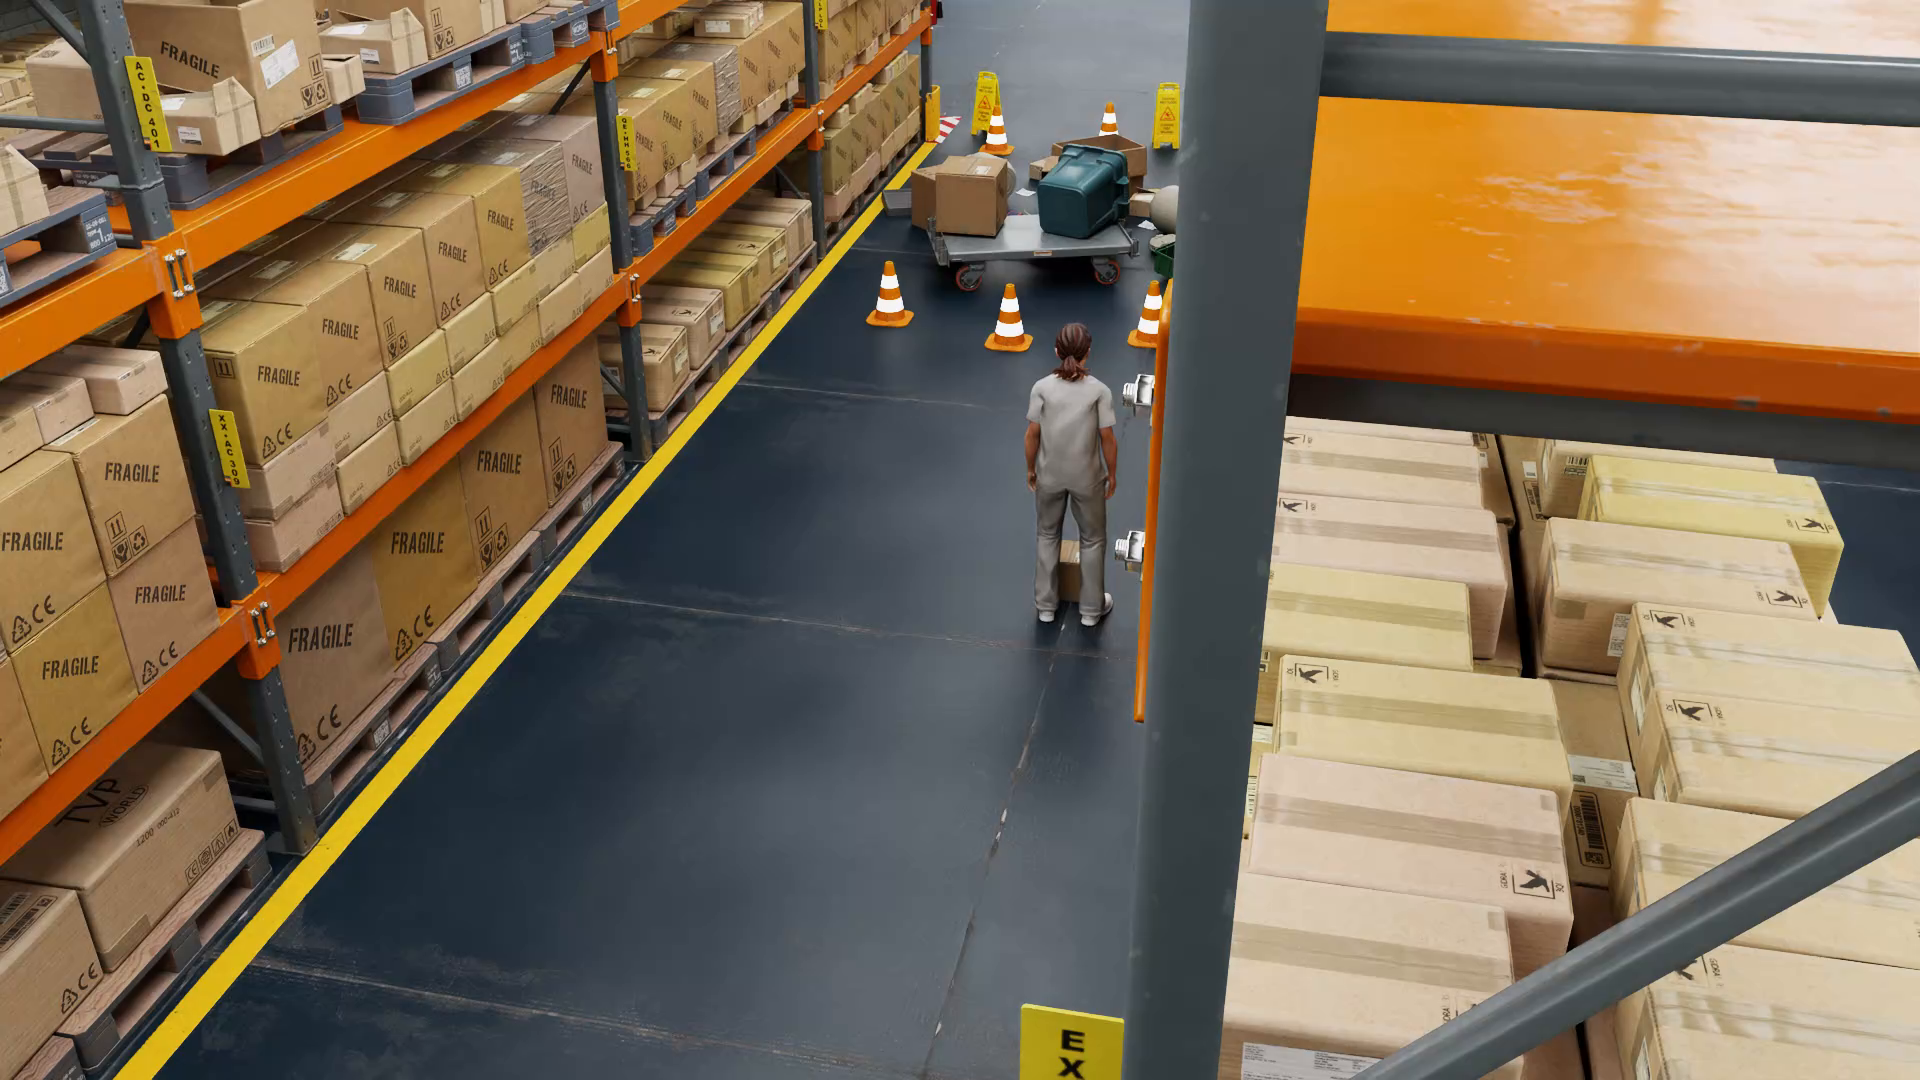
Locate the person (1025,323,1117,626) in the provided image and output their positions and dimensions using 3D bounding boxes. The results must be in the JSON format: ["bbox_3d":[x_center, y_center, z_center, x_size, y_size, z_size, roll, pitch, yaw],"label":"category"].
[{"bbox_3d":[0.581,-0.329,8.723,0.485,1.672,0.358,6,29,10],"label":"person"}]
